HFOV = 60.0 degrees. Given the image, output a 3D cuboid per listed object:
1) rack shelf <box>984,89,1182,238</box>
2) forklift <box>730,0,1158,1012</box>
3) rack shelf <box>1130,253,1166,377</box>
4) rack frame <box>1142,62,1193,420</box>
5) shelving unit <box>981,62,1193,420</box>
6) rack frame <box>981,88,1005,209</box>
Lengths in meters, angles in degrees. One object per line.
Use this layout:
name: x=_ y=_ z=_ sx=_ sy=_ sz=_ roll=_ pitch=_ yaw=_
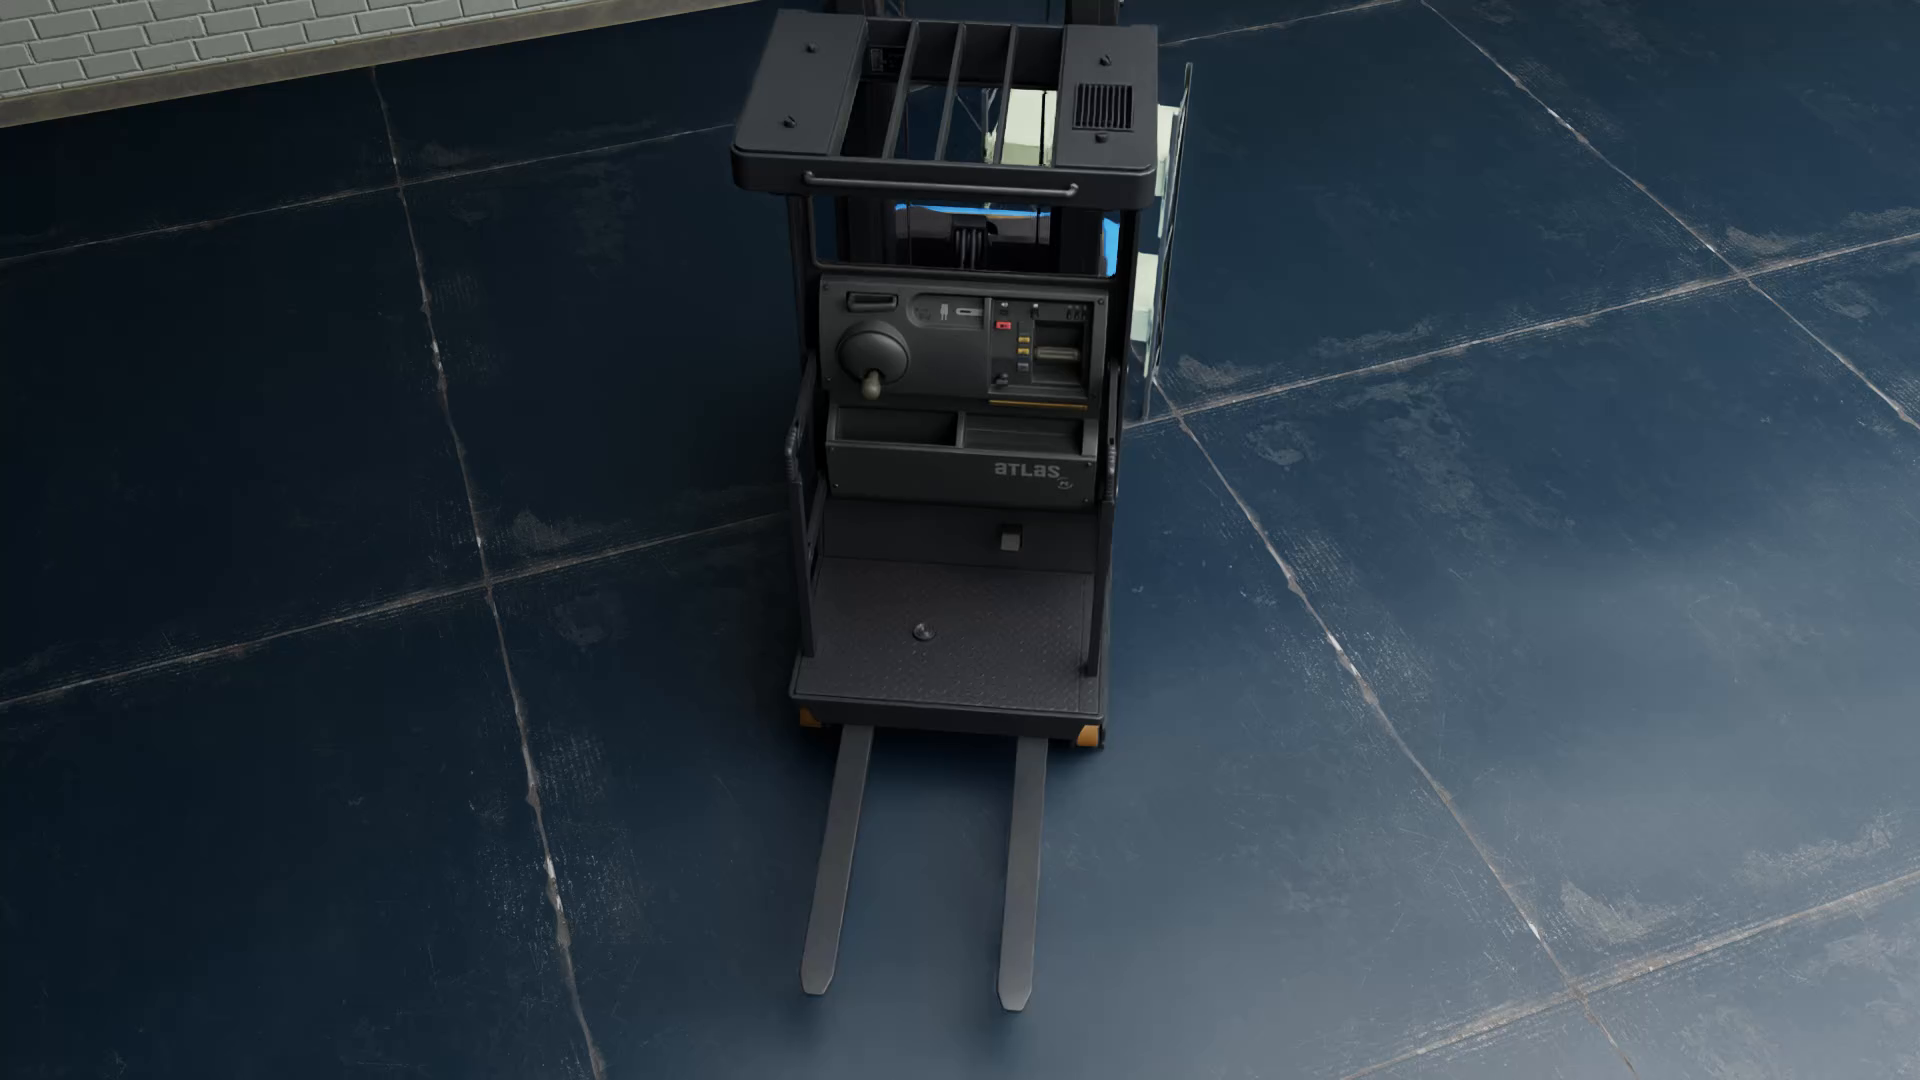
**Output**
rack shelf: x=0.495 y=-1.530 z=6.665 sx=0.720 sy=0.370 sz=0.431 roll=9 pitch=46 yaw=9
forklift: x=-0.009 y=-0.543 z=5.222 sx=1.130 sy=2.935 sz=3.031 roll=4 pitch=45 yaw=4
rack shelf: x=0.495 y=-1.025 z=7.173 sx=0.720 sy=0.370 sz=0.431 roll=9 pitch=46 yaw=9
rack frame: x=0.851 y=-1.195 z=6.882 sx=0.023 sy=1.500 sz=0.400 roll=9 pitch=46 yaw=9
shelving unit: x=0.495 y=-1.255 z=6.942 sx=0.755 sy=1.500 sz=0.431 roll=9 pitch=46 yaw=9
rack frame: x=0.139 y=-1.314 z=7.001 sx=0.023 sy=1.500 sz=0.400 roll=9 pitch=46 yaw=9
